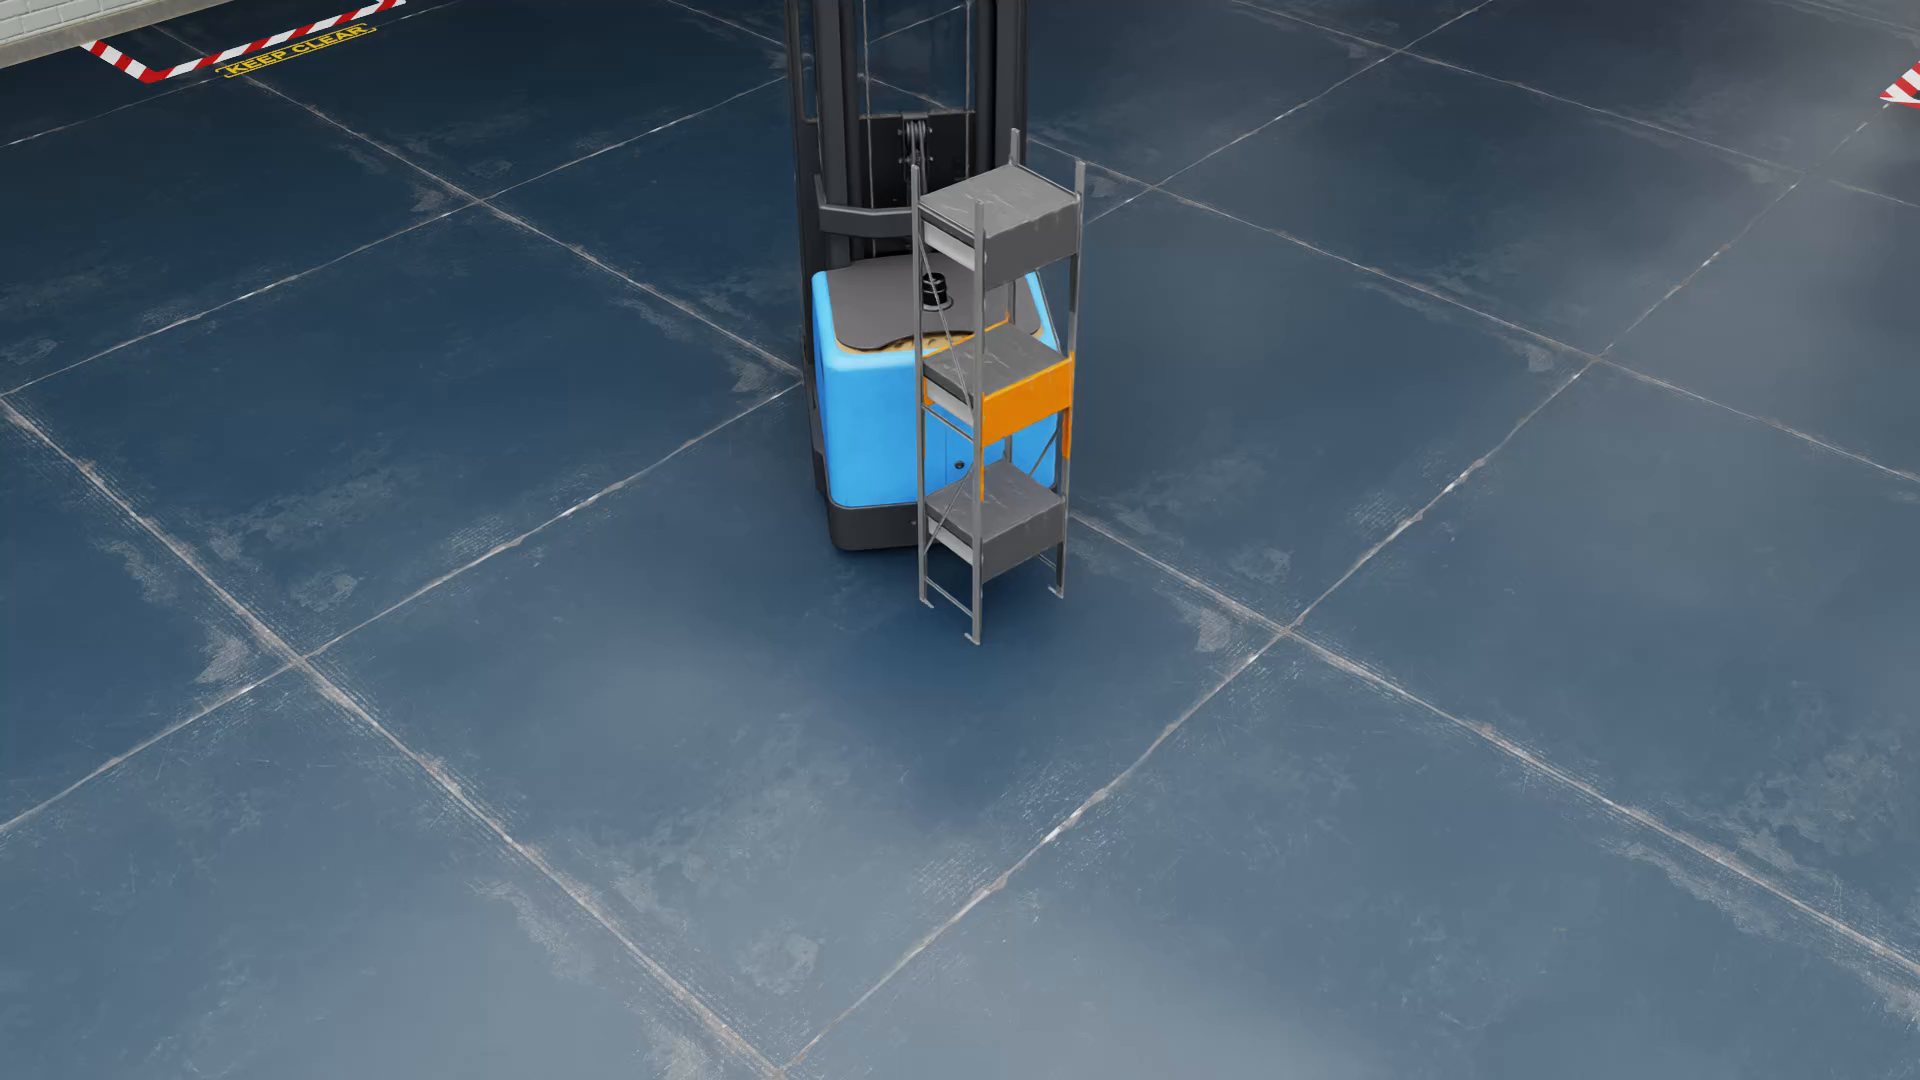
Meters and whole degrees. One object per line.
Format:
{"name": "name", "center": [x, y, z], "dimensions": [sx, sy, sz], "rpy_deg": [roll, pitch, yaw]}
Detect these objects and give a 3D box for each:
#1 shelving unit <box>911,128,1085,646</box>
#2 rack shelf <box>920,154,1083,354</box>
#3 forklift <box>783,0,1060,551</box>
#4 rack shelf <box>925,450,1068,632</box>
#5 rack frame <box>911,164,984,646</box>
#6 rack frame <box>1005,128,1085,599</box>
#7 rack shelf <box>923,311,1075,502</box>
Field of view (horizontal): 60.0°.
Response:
{"name": "shelving unit", "center": [0.140, -0.558, 6.765], "dimensions": [0.503, 2.100, 0.431], "rpy_deg": [-27, 46, -30]}
{"name": "rack shelf", "center": [0.140, -1.095, 6.338], "dimensions": [0.480, 0.518, 0.431], "rpy_deg": [-27, 46, -30]}
{"name": "forklift", "center": [-0.268, -2.012, 7.925], "dimensions": [1.130, 2.935, 3.031], "rpy_deg": [-5, 39, -6]}
{"name": "rack shelf", "center": [0.140, 0.000, 7.209], "dimensions": [0.480, 0.518, 0.431], "rpy_deg": [-27, 46, -30]}
{"name": "rack frame", "center": [-0.048, -0.461, 6.643], "dimensions": [0.015, 2.100, 0.400], "rpy_deg": [-27, 46, -30]}
{"name": "rack frame", "center": [0.329, -0.655, 6.886], "dimensions": [0.015, 2.100, 0.400], "rpy_deg": [-27, 46, -30]}
{"name": "rack shelf", "center": [0.140, -0.547, 6.773], "dimensions": [0.480, 0.518, 0.431], "rpy_deg": [-27, 46, -30]}
